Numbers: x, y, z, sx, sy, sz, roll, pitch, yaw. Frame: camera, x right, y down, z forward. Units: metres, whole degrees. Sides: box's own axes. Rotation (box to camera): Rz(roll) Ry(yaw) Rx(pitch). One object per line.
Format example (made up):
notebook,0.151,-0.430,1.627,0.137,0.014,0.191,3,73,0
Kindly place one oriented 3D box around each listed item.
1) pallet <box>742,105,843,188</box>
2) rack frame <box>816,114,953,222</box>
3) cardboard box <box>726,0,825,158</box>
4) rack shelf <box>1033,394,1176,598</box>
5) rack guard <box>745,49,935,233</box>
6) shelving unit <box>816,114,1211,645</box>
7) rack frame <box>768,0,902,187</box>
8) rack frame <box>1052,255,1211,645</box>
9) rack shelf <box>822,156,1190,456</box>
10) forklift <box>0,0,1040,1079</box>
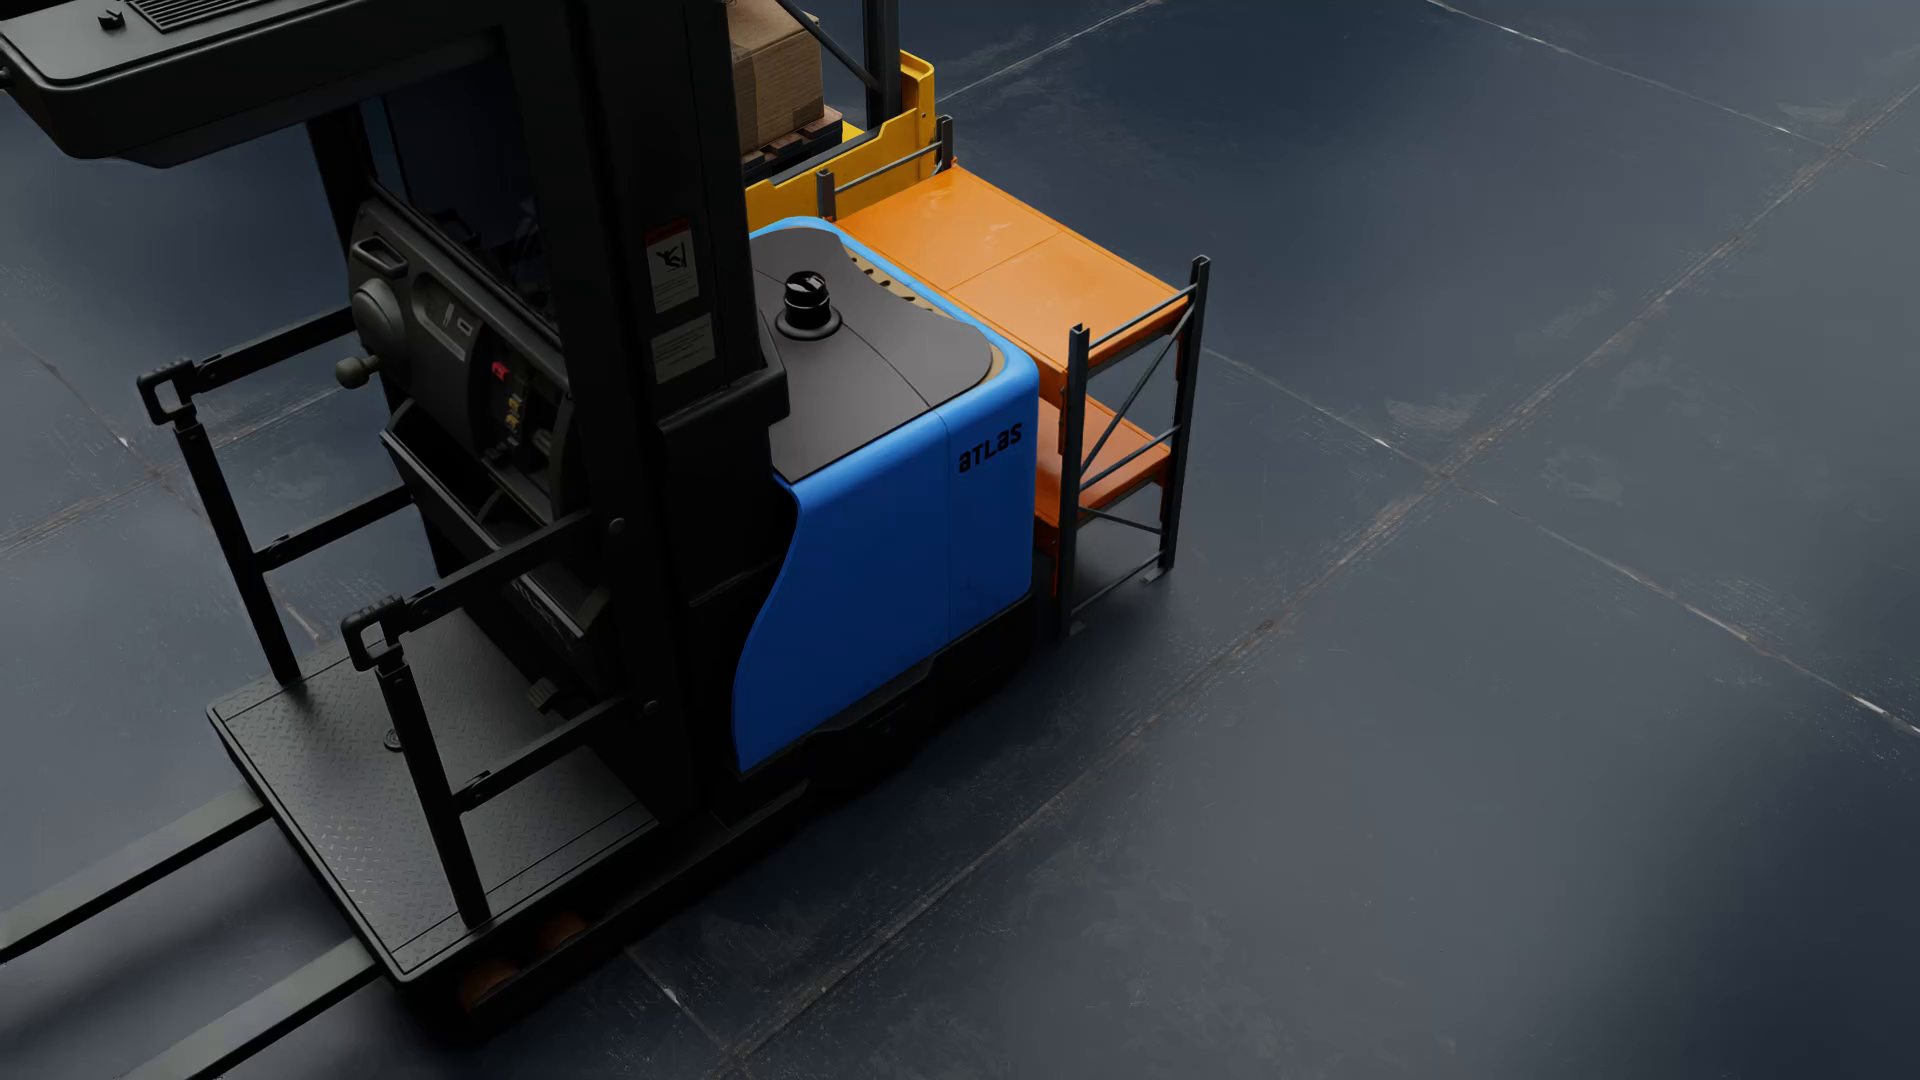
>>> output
pallet,-1.247,-1.714,6.950,1.003,0.211,1.213,-34,53,-31
rack frame,-0.215,-0.736,5.212,0.500,1.125,0.032,-32,51,-30
cardboard box,-1.163,-1.874,6.647,0.875,0.438,0.875,32,52,30
rack shelf,0.127,-0.301,5.103,0.538,0.278,1.000,-32,51,-30
rack guard,-0.610,-1.462,6.464,1.175,0.500,0.348,-34,53,-31
shelving unit,0.127,-0.480,4.936,0.538,1.125,1.048,-32,51,-30
rack frame,-0.626,-2.392,5.628,1.000,3.000,0.127,-34,53,-31
rack frame,0.469,-0.224,4.661,0.500,1.125,0.032,-32,51,-30
rack shelf,0.127,-0.694,4.737,0.538,0.278,1.000,-32,51,-30
forklift,-1.226,-0.321,3.438,3.031,2.935,1.130,-31,51,-29
